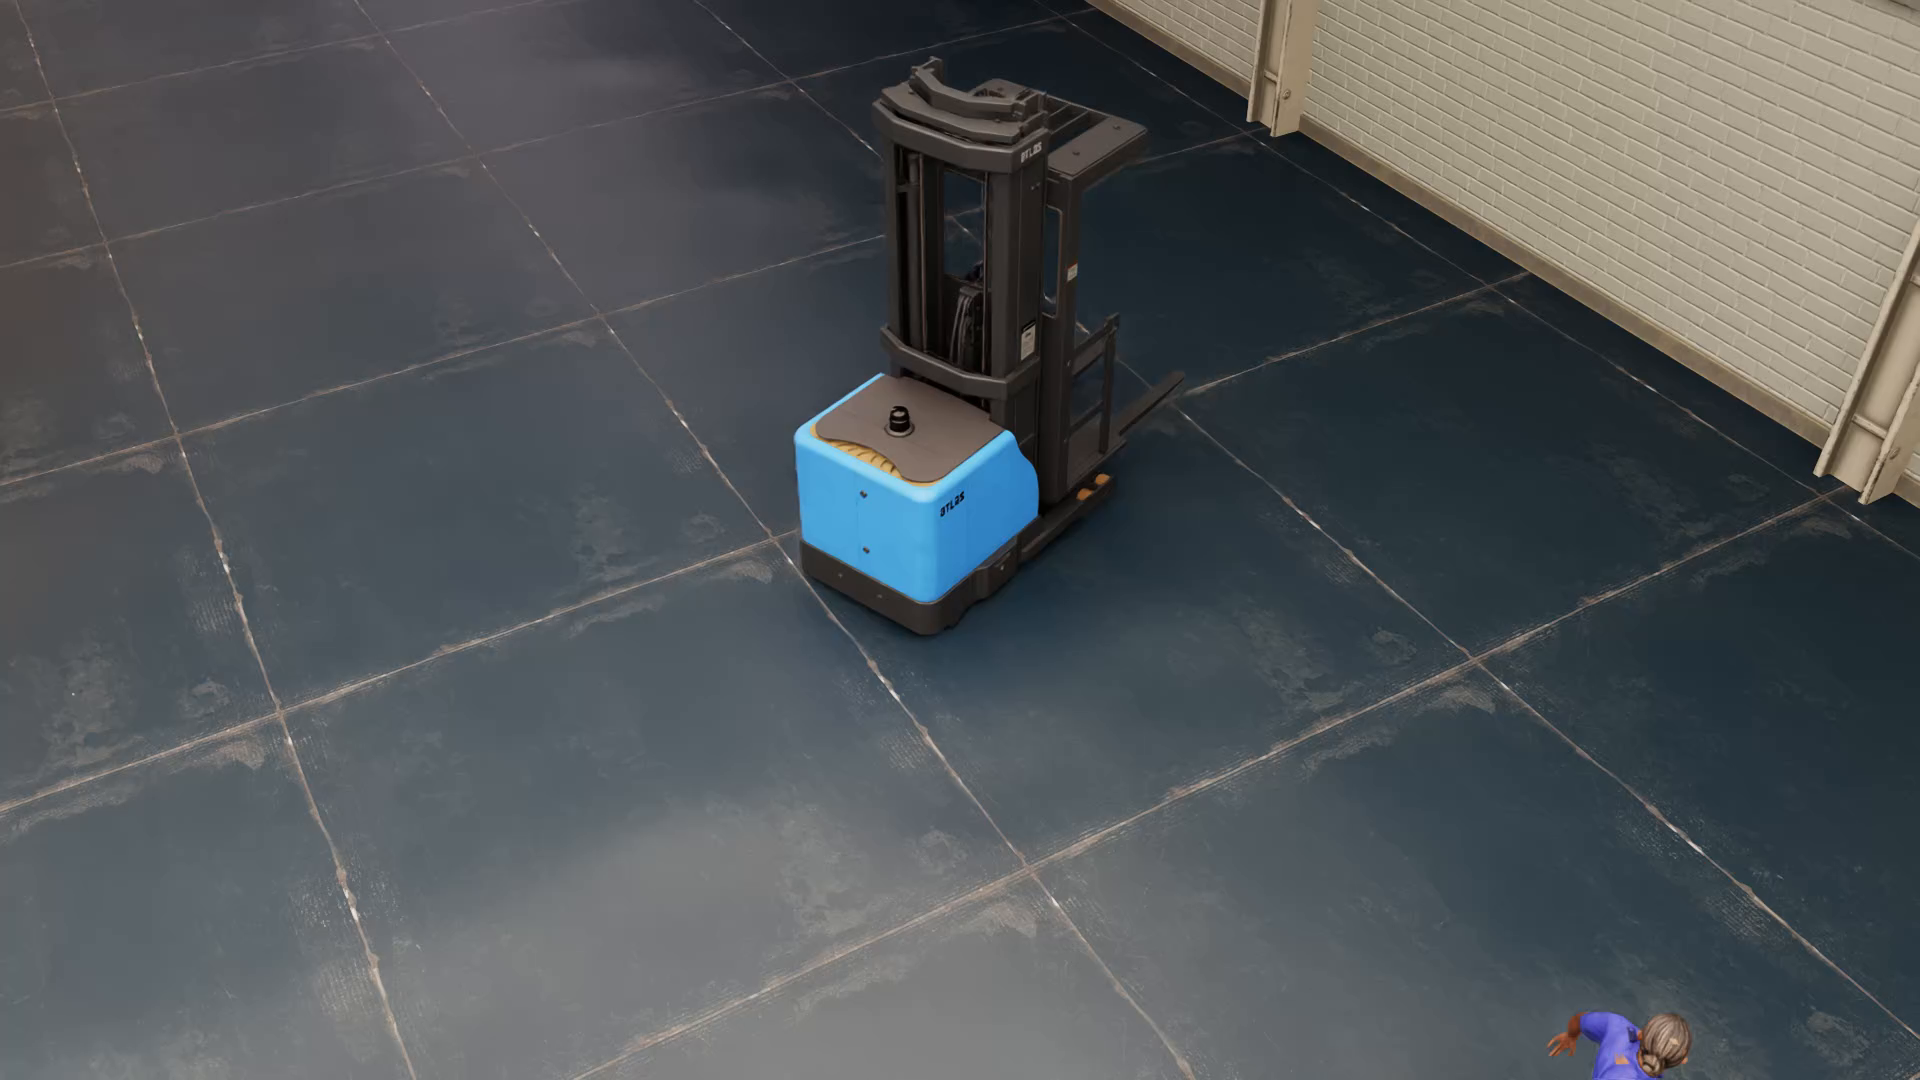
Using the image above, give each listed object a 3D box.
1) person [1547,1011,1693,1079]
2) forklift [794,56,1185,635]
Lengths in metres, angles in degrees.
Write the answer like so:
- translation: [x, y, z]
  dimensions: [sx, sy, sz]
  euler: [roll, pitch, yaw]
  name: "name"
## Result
- translation: [2.503, 2.298, 6.348]
  dimensions: [0.662, 1.610, 0.623]
  euler: [22, 44, 24]
  name: "person"
- translation: [0.347, -1.466, 9.803]
  dimensions: [1.130, 2.935, 3.031]
  euler: [27, 46, 28]
  name: "forklift"
